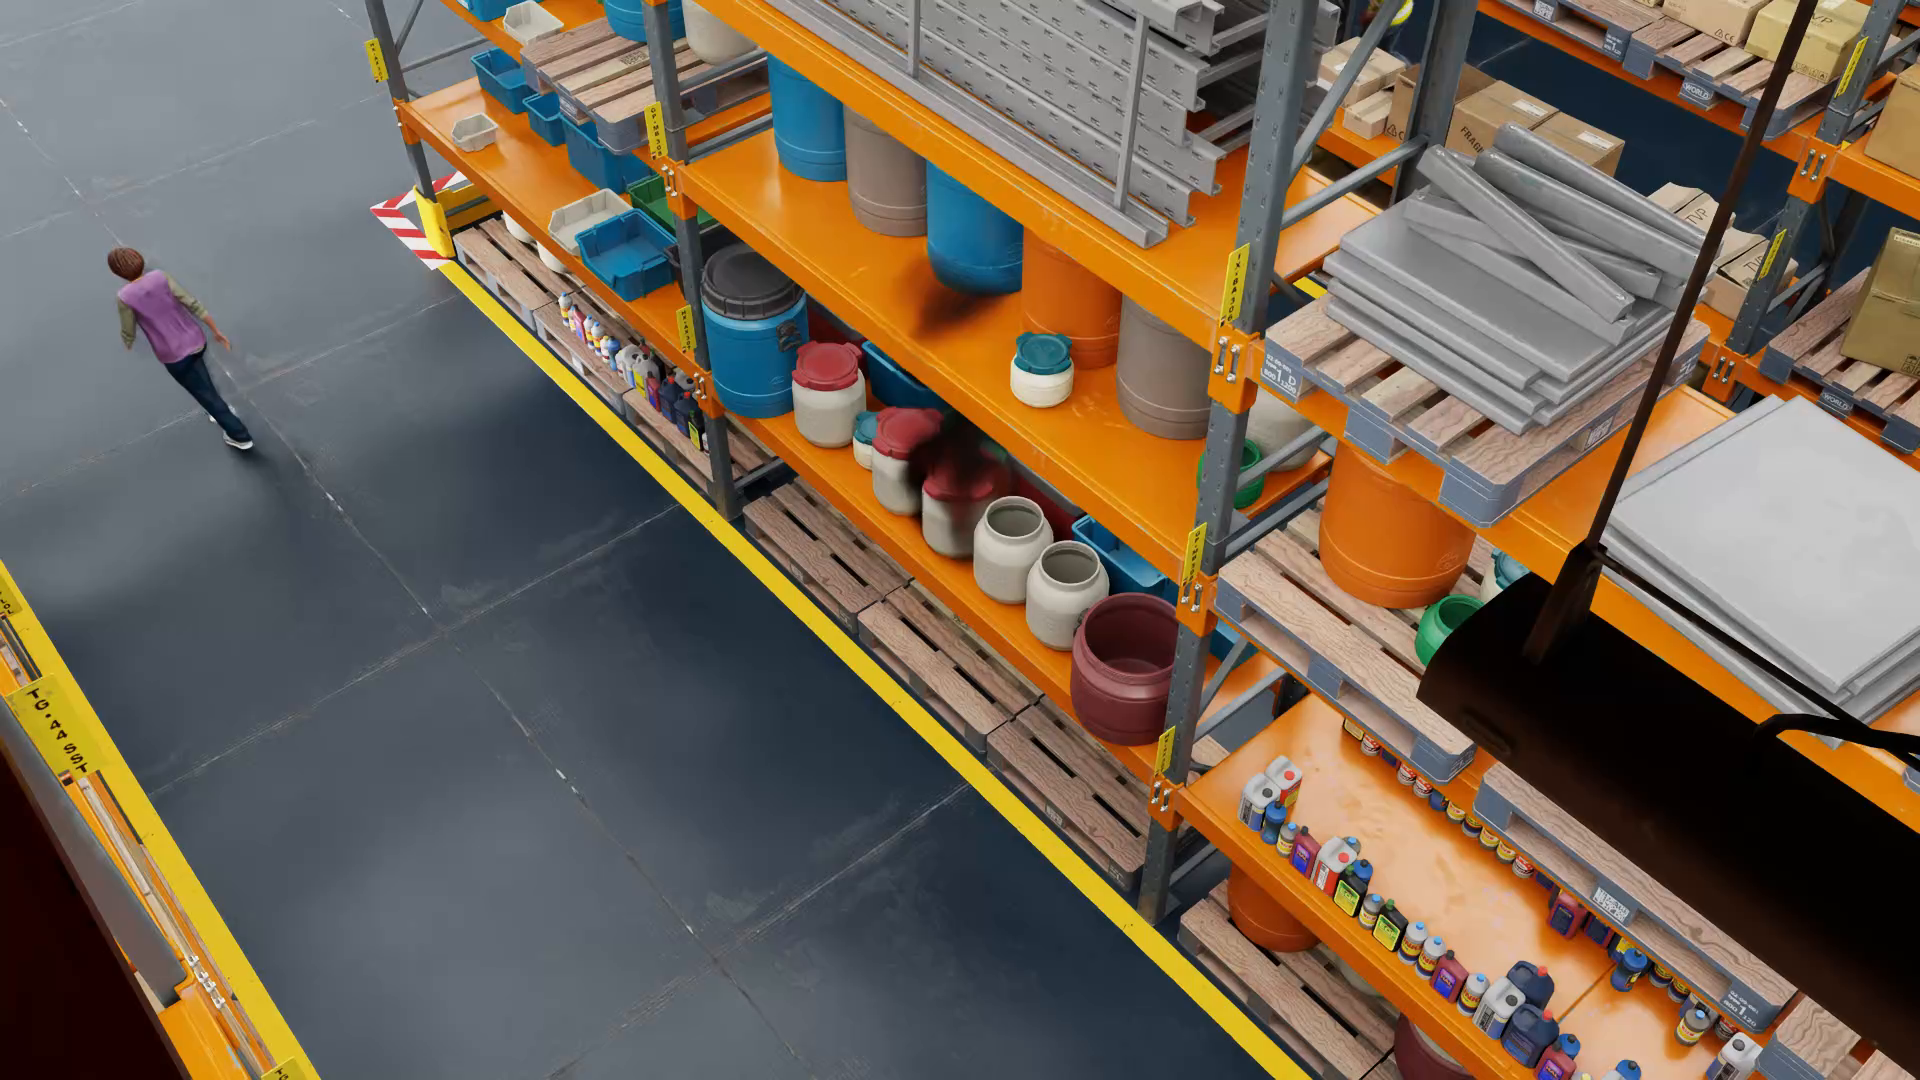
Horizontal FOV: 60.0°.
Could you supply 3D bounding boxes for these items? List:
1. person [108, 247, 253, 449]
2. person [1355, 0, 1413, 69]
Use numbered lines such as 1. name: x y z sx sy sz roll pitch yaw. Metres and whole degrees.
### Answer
1. person: -5.227 -1.268 11.108 0.725 1.534 0.509 29 53 25
2. person: 3.681 -4.405 13.989 0.807 1.717 0.699 27 52 23
